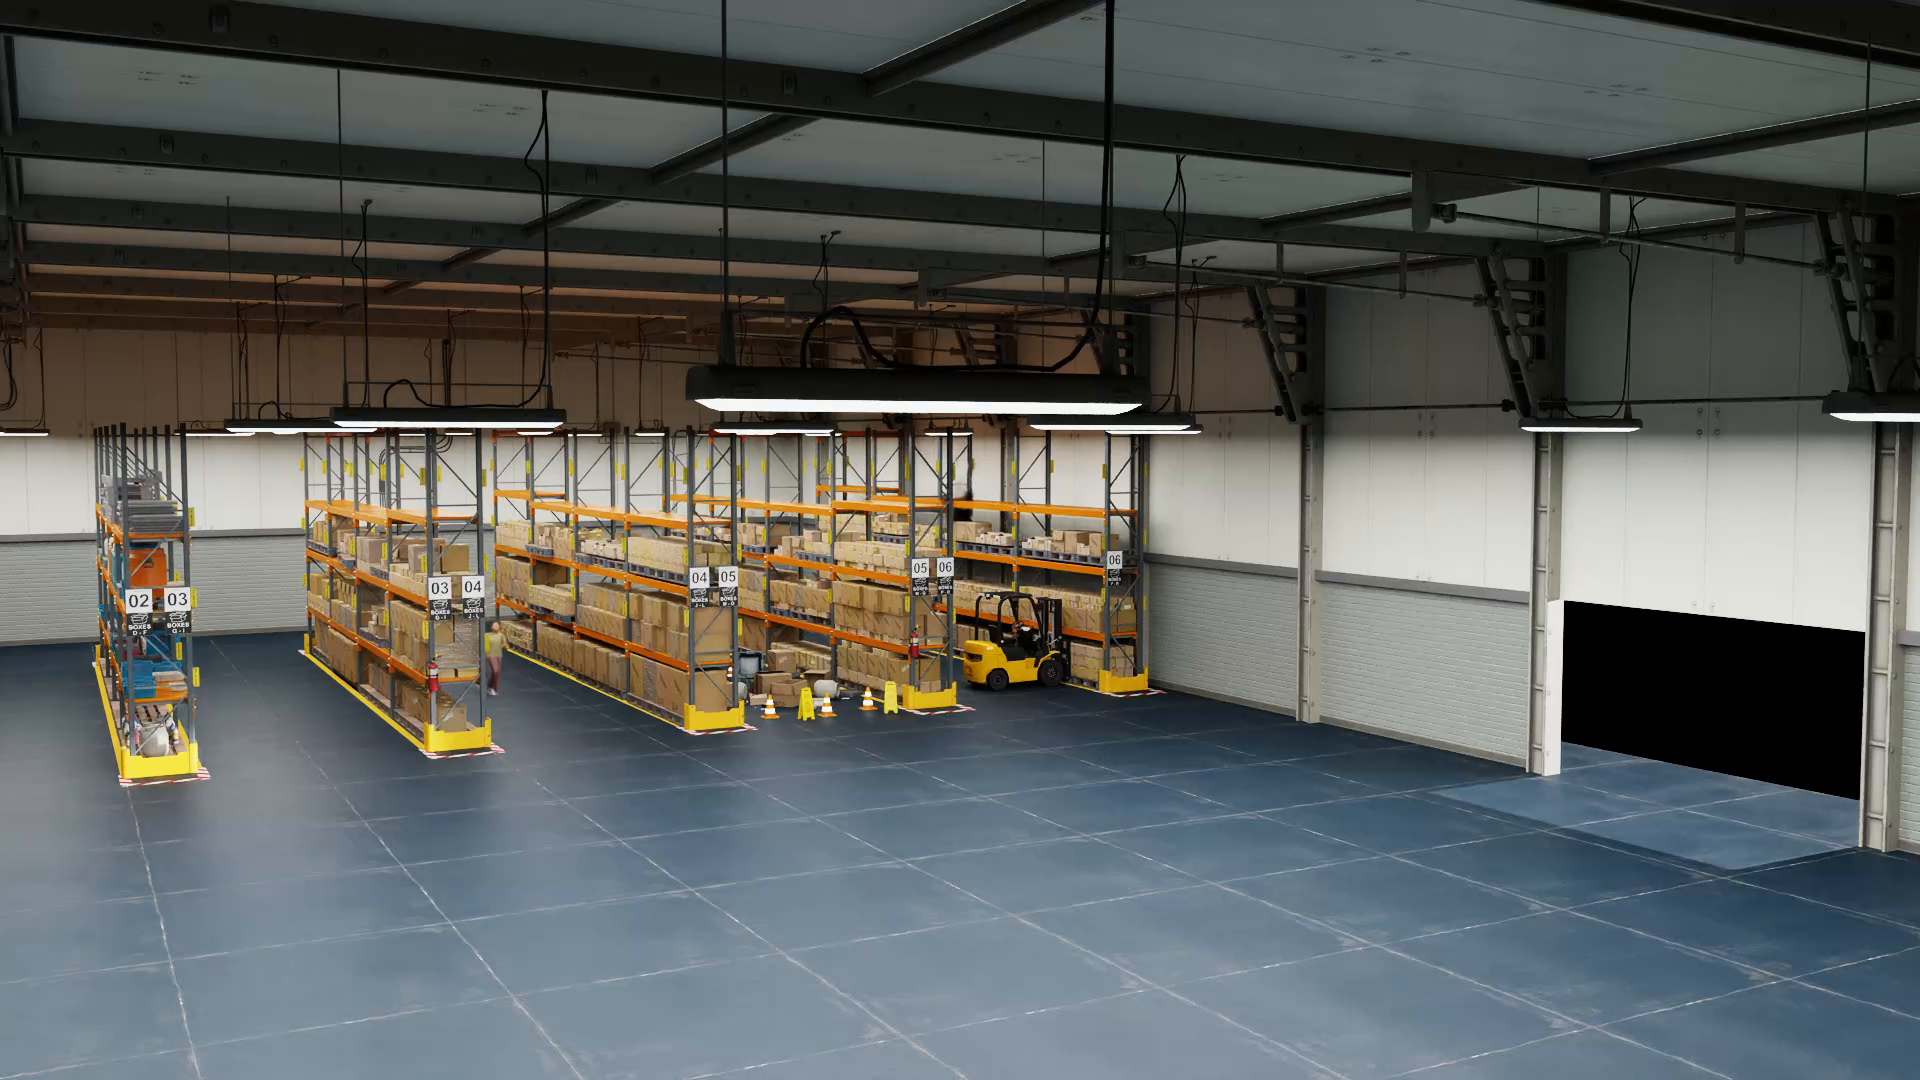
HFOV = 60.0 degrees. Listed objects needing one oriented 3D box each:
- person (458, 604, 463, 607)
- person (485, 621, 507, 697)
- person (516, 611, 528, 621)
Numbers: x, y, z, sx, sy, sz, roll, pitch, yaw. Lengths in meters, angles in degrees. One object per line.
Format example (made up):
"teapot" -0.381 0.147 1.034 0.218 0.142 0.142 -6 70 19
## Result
"person" -12.923 2.163 43.864 0.662 1.788 0.878 -1 4 -22
"person" -10.383 2.638 37.115 0.559 1.679 0.647 -3 5 -42
"person" -12.642 1.971 48.414 0.613 1.698 0.706 2 4 26
